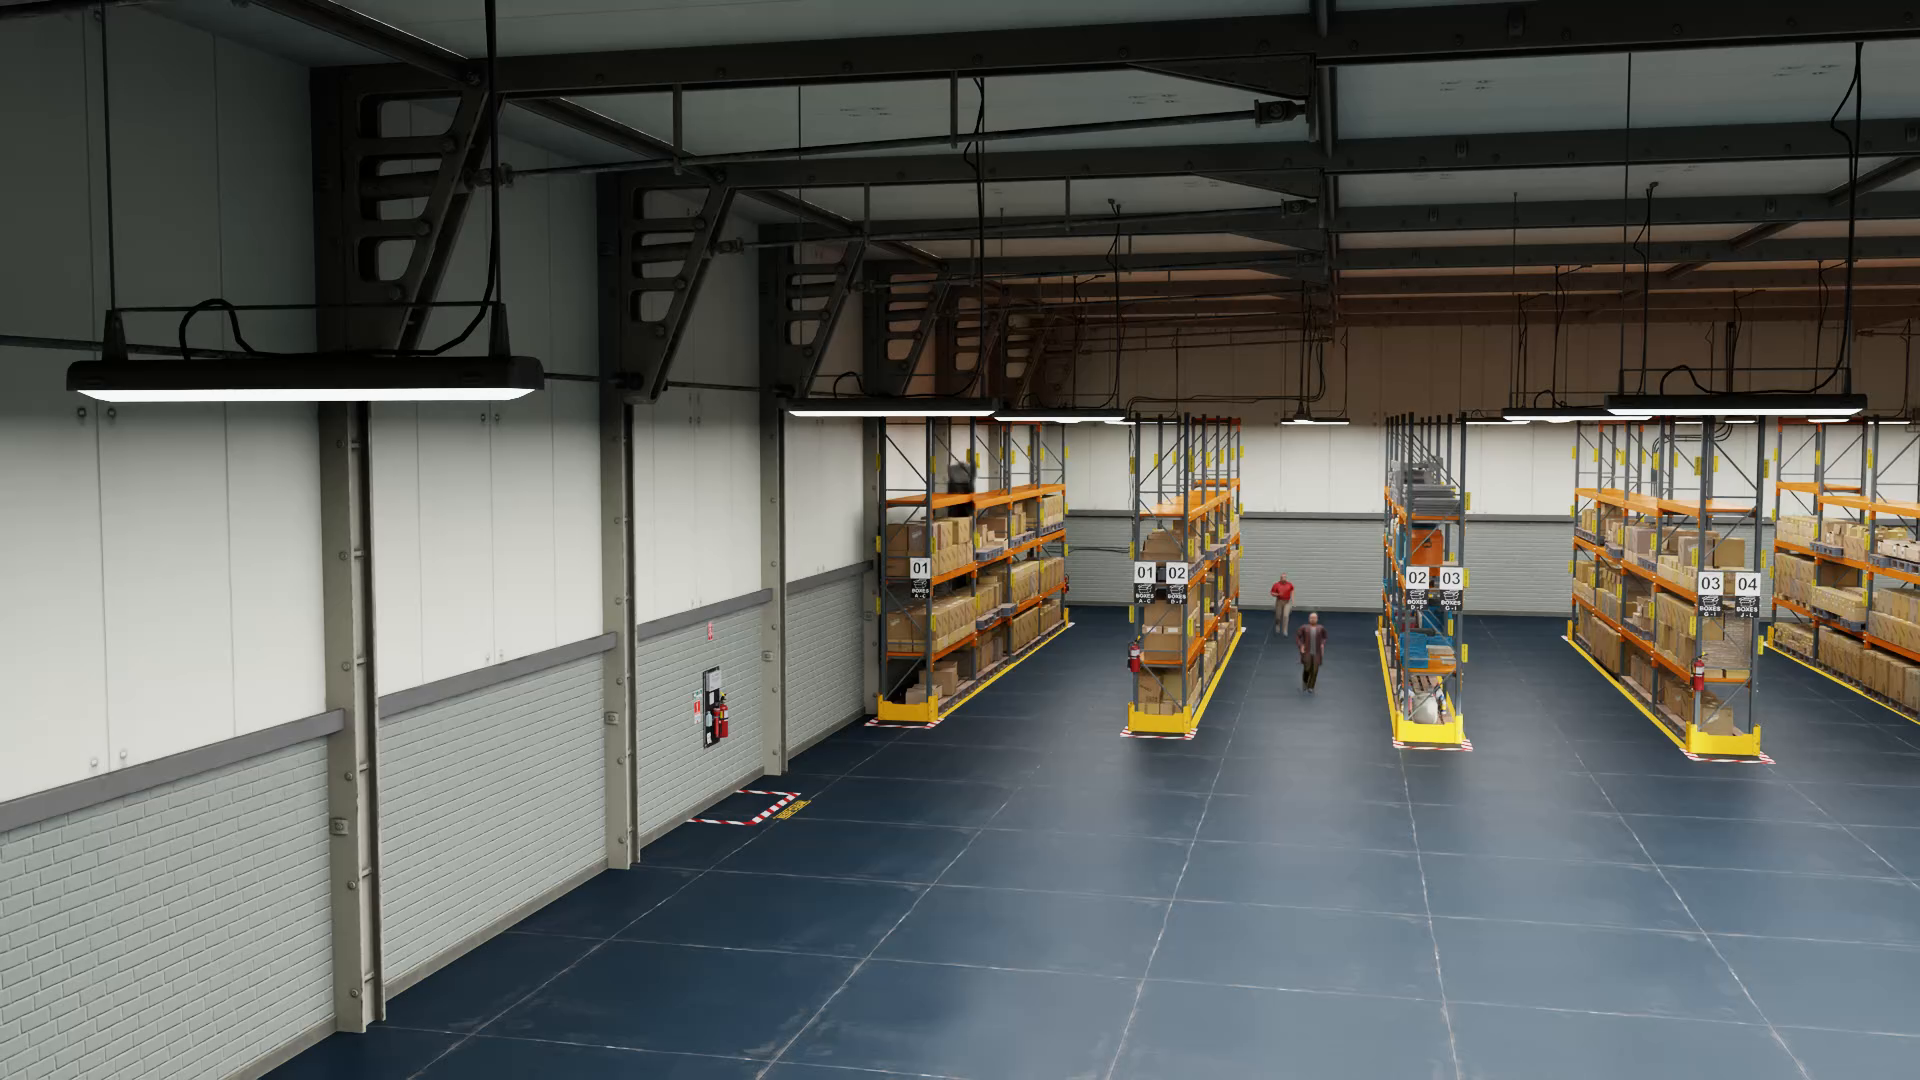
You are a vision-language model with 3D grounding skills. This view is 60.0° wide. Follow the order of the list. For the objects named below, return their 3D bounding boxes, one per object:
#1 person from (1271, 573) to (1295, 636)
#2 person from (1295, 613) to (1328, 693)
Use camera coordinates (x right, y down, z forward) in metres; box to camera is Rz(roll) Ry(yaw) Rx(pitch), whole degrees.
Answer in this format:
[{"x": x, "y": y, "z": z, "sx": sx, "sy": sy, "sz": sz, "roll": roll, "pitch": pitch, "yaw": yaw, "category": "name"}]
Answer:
[{"x": 8.863, "y": 1.760, "z": 45.652, "sx": 0.679, "sy": 1.702, "sz": 0.917, "roll": 0, "pitch": 4, "yaw": 2, "category": "person"}, {"x": 7.562, "y": 2.434, "z": 35.672, "sx": 0.678, "sy": 1.732, "sz": 0.633, "roll": 0, "pitch": 4, "yaw": 1, "category": "person"}]
